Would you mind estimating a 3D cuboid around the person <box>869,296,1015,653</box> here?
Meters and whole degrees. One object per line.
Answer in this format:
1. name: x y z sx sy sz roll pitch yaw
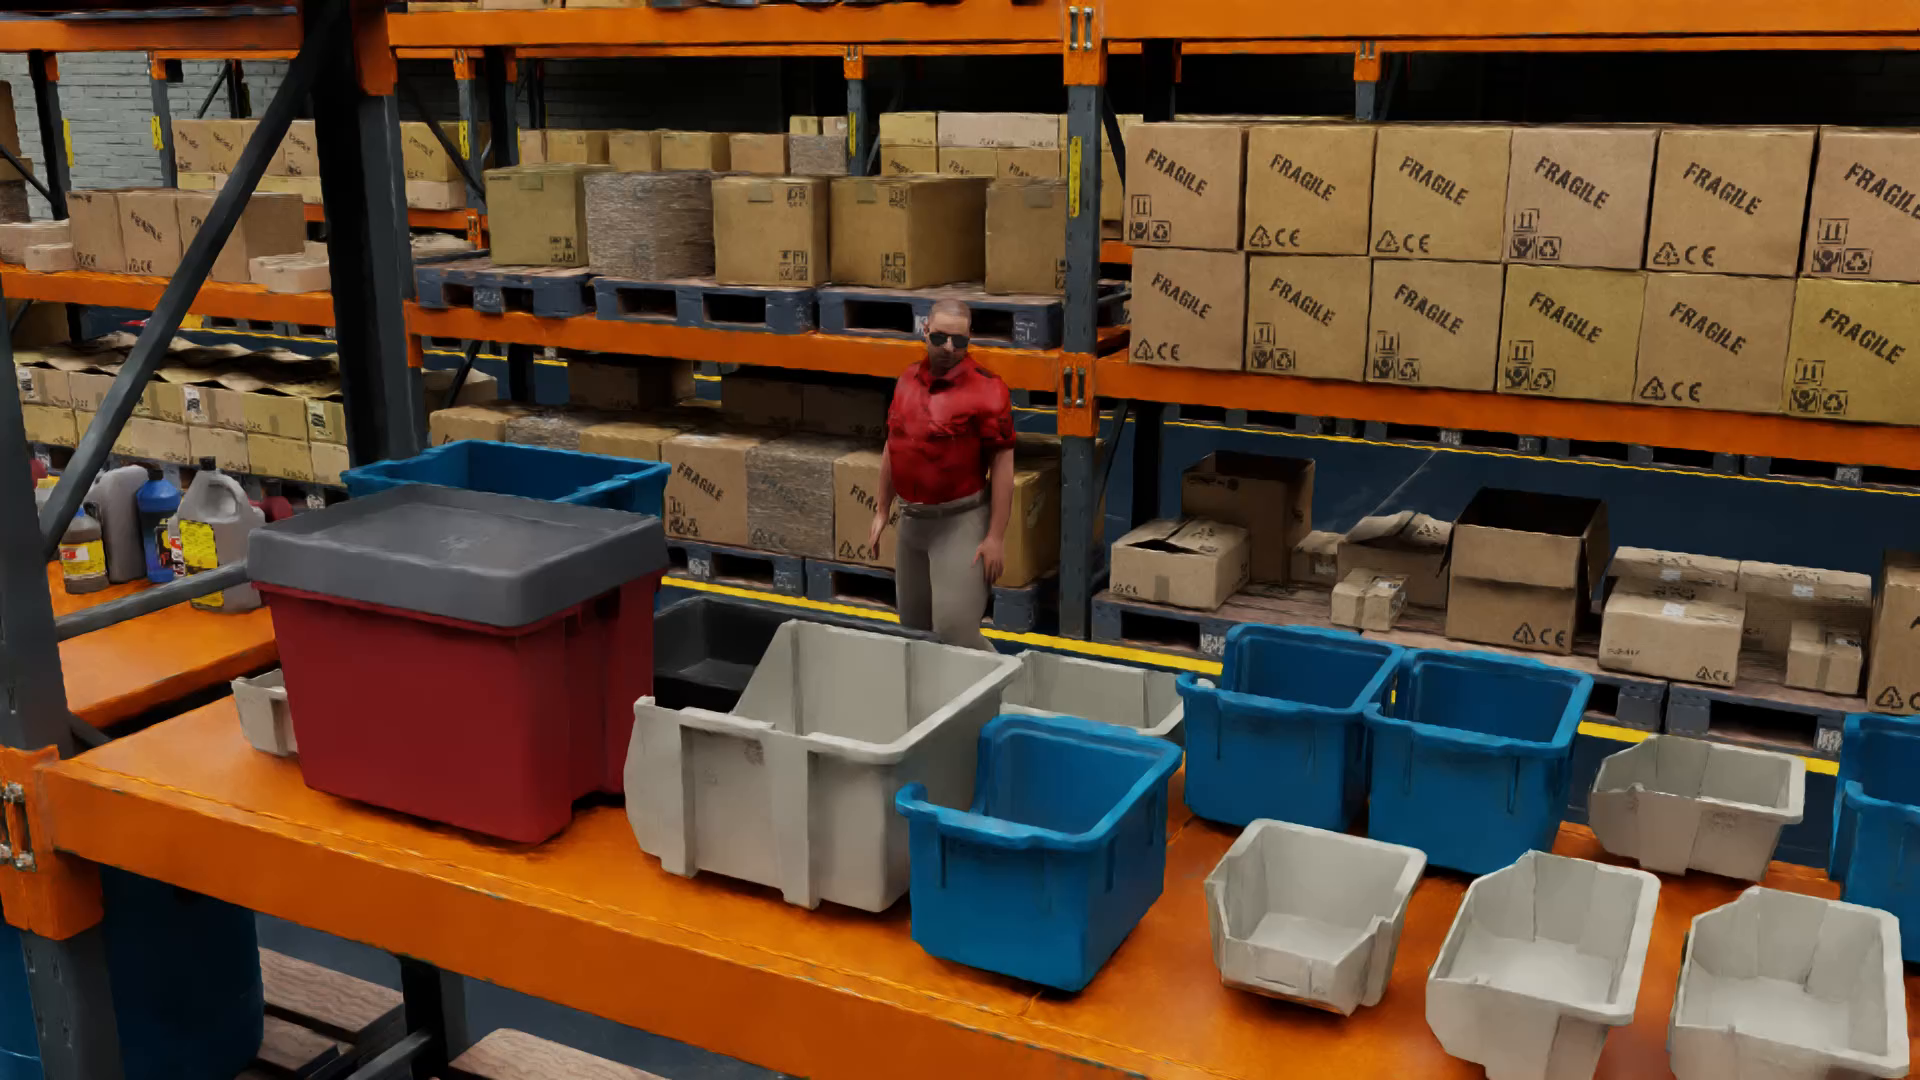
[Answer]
1. person: -0.050 -0.046 6.173 0.444 1.724 0.597 -14 21 -41
